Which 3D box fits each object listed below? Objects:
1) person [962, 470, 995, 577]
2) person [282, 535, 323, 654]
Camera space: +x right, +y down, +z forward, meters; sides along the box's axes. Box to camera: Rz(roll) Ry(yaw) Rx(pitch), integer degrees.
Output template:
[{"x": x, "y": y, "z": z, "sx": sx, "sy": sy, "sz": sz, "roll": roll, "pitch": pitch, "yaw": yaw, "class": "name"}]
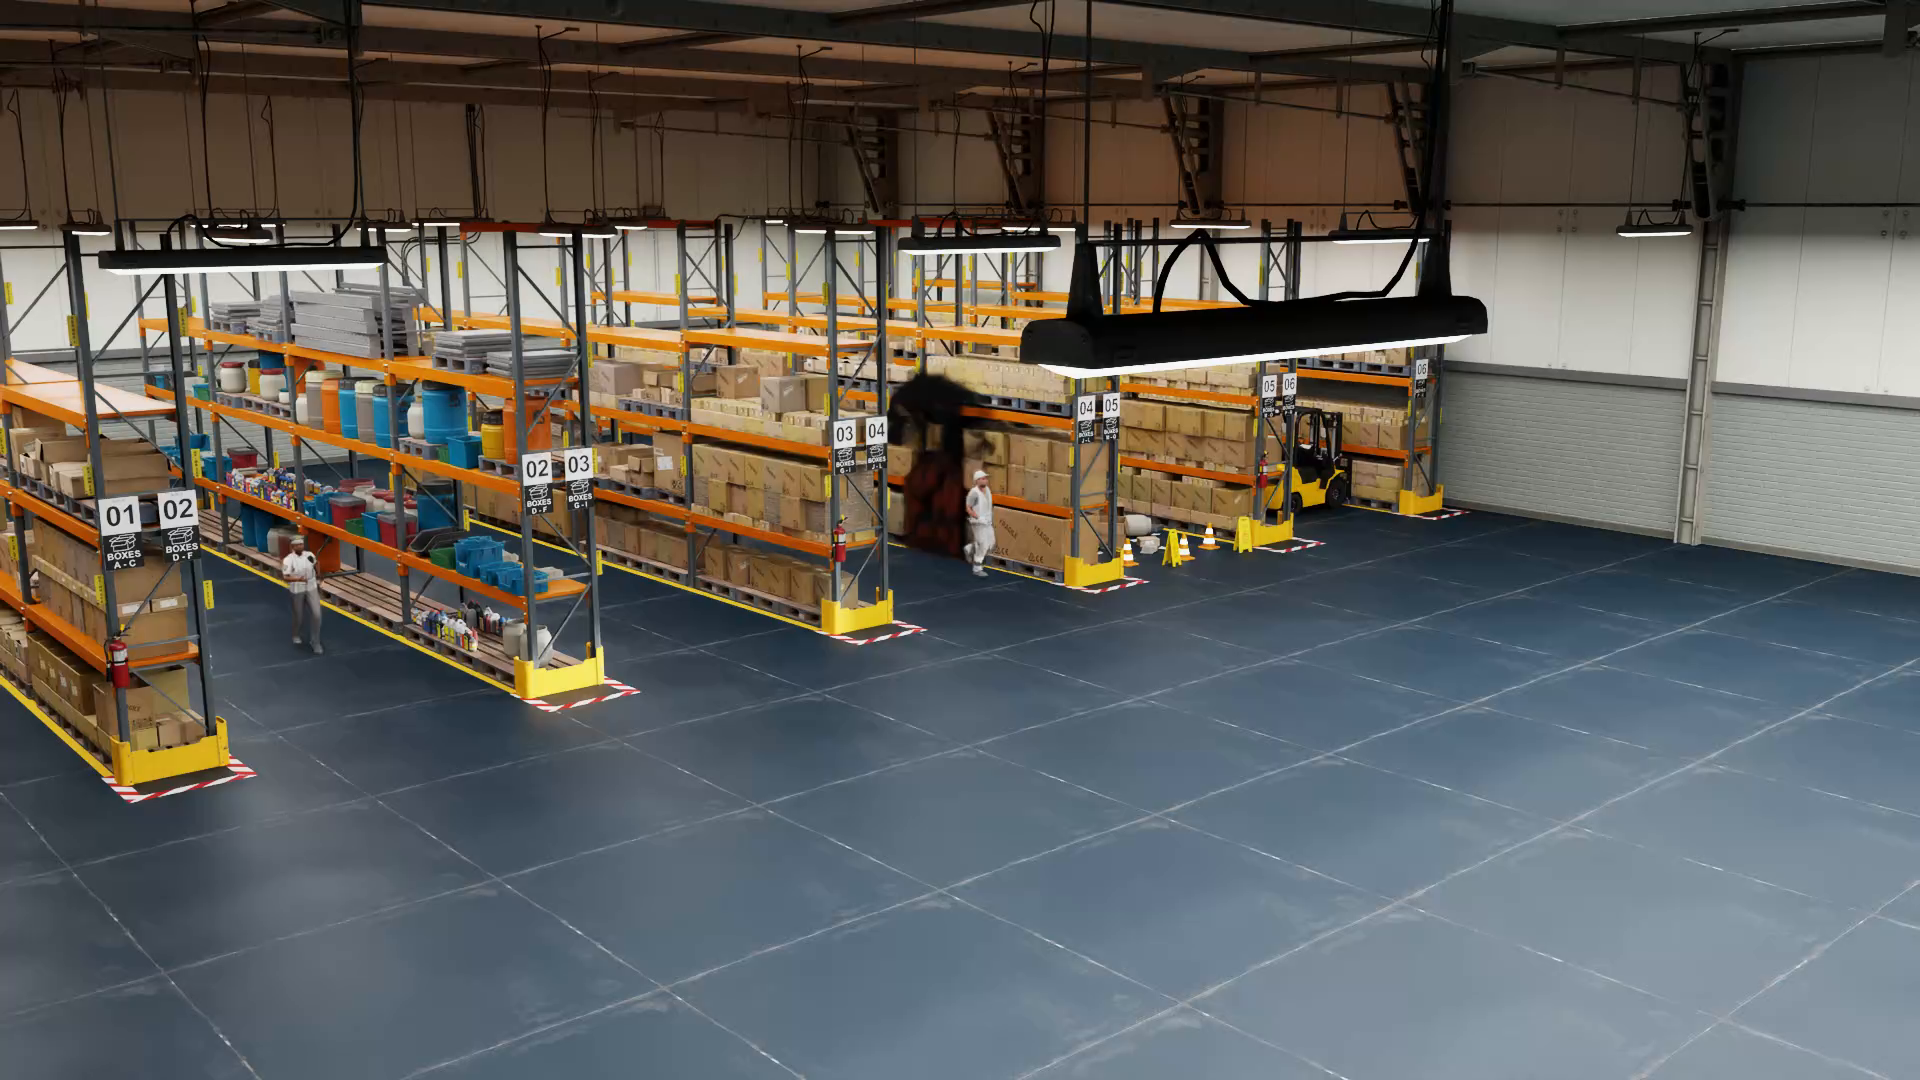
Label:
[{"x": 0.307, "y": -0.284, "z": 27.401, "sx": 0.677, "sy": 1.762, "sz": 0.670, "roll": 8, "pitch": 14, "yaw": 36, "class": "person"}, {"x": -9.437, "y": 0.763, "z": 23.931, "sx": 0.581, "sy": 1.732, "sz": 0.765, "roll": -8, "pitch": 14, "yaw": -35, "class": "person"}]
